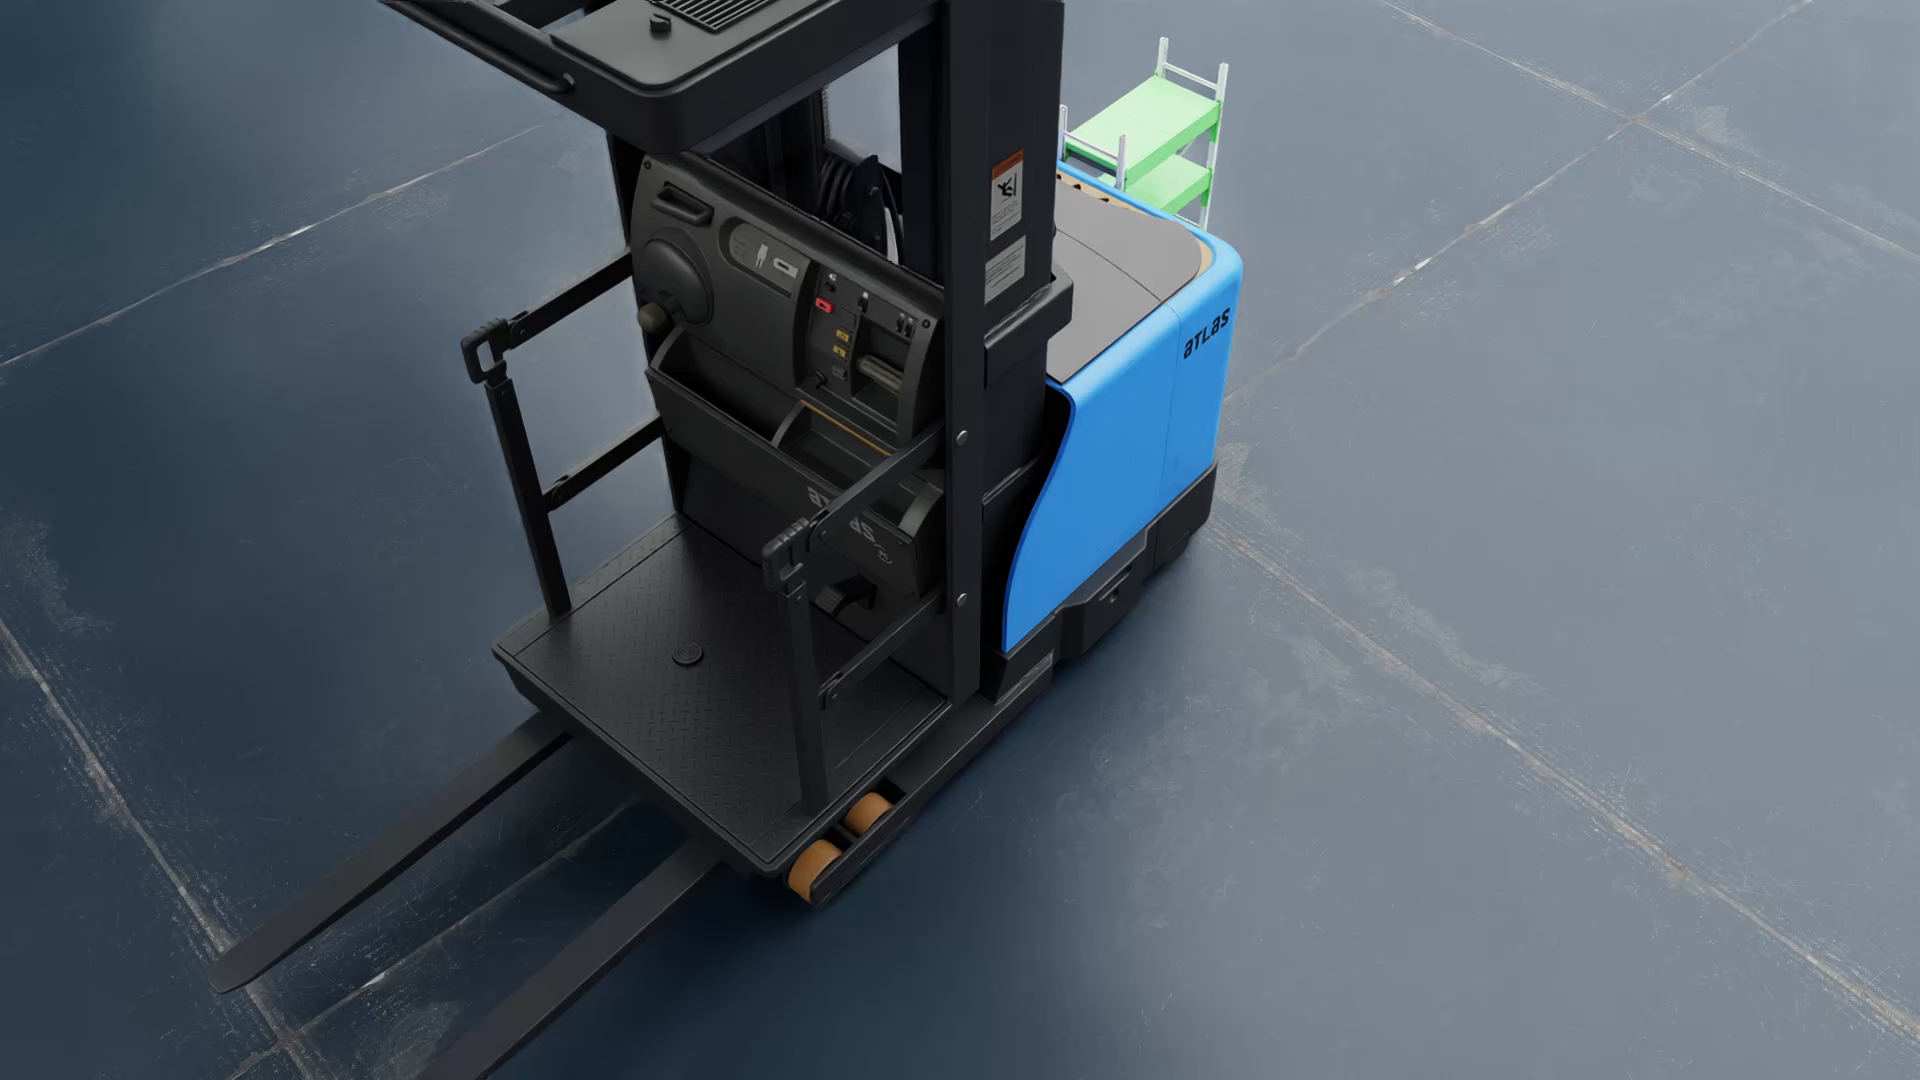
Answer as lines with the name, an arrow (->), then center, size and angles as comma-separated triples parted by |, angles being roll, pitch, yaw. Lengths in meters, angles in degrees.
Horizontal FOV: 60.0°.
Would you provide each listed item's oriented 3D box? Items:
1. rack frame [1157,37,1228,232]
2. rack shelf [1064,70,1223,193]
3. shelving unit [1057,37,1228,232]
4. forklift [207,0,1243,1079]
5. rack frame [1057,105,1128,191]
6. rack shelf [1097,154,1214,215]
rack frame -> 0.698, -1.051, 5.403 | 0.240, 1.200, 0.015 | 33, 55, 26
rack shelf -> 0.537, -1.198, 4.973 | 0.258, 0.148, 0.480 | 33, 55, 26
shelving unit -> 0.537, -0.916, 5.278 | 0.258, 1.200, 0.503 | 33, 55, 26
forklift -> -0.558, -0.469, 3.688 | 1.130, 2.935, 3.031 | 33, 55, 26
rack frame -> 0.377, -0.780, 5.154 | 0.240, 1.200, 0.015 | 33, 55, 26
rack shelf -> 0.537, -1.035, 5.149 | 0.258, 0.148, 0.480 | 33, 55, 26
